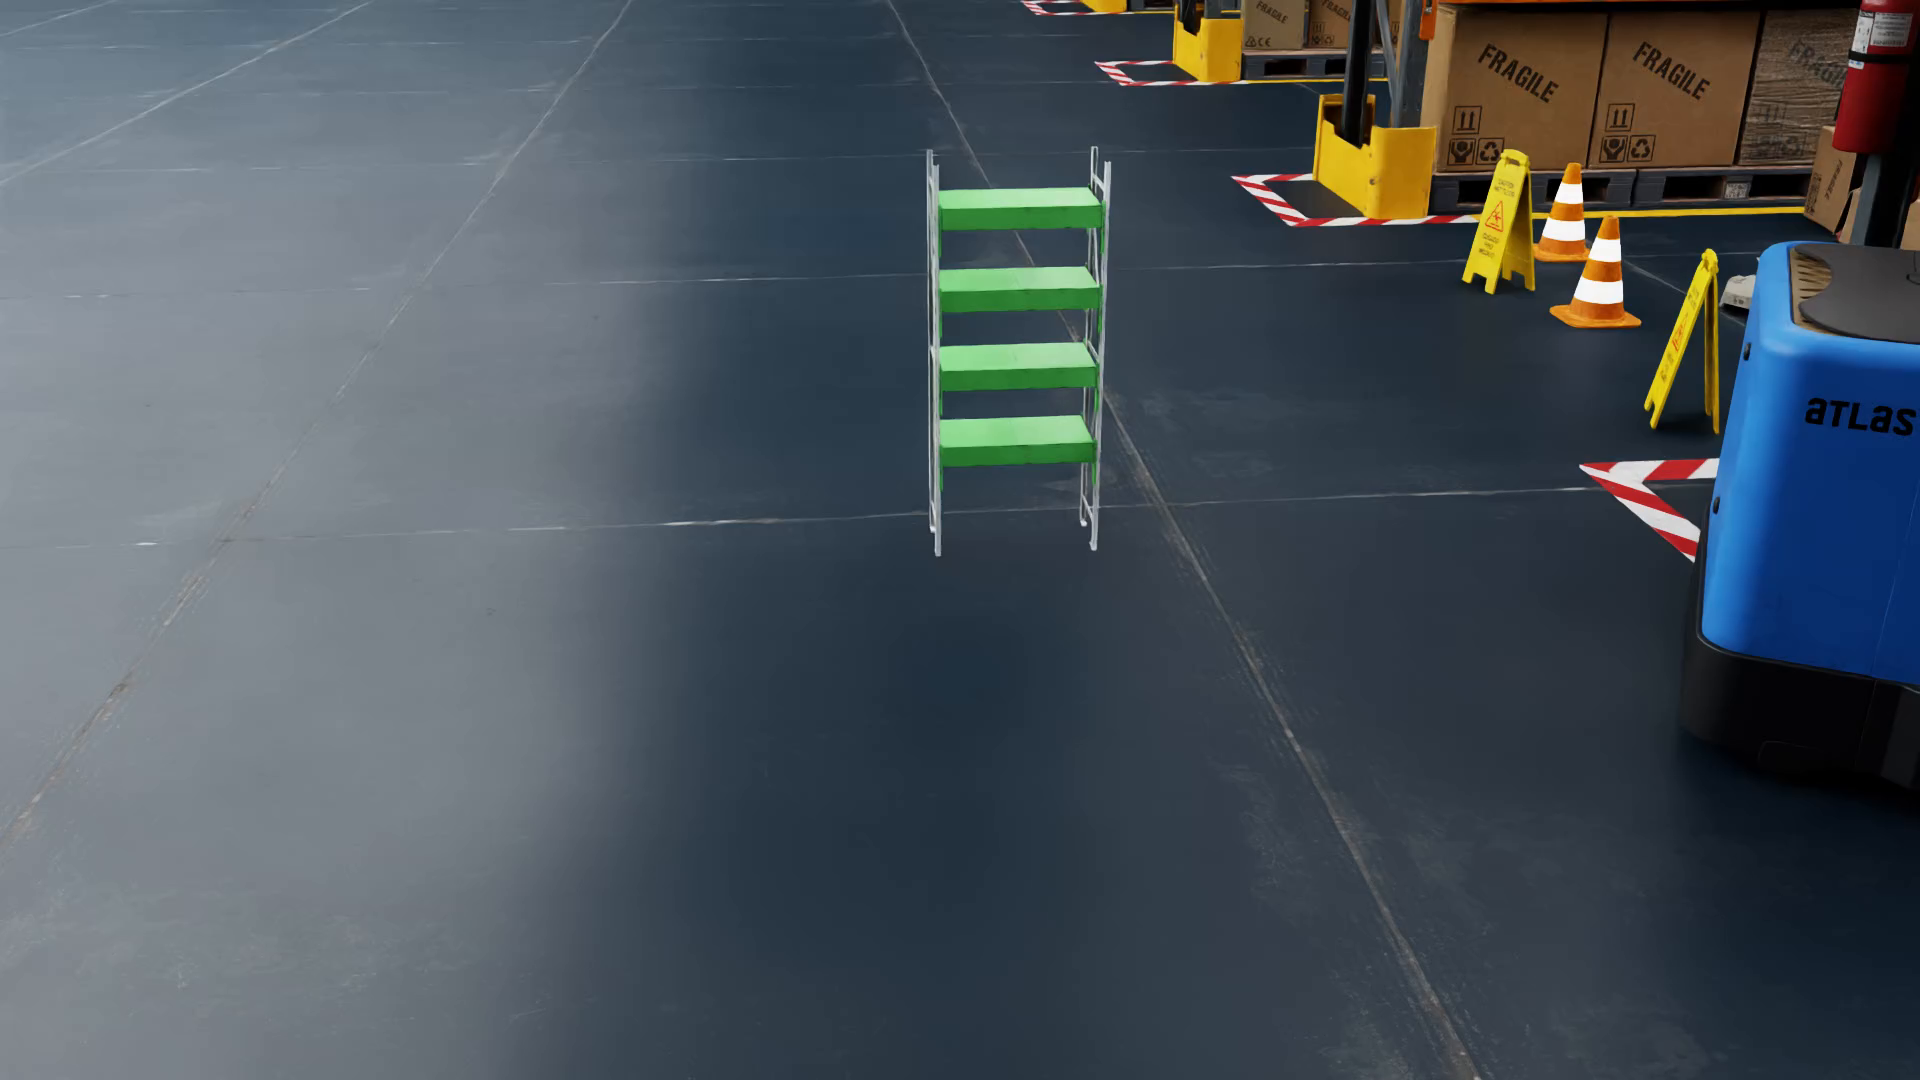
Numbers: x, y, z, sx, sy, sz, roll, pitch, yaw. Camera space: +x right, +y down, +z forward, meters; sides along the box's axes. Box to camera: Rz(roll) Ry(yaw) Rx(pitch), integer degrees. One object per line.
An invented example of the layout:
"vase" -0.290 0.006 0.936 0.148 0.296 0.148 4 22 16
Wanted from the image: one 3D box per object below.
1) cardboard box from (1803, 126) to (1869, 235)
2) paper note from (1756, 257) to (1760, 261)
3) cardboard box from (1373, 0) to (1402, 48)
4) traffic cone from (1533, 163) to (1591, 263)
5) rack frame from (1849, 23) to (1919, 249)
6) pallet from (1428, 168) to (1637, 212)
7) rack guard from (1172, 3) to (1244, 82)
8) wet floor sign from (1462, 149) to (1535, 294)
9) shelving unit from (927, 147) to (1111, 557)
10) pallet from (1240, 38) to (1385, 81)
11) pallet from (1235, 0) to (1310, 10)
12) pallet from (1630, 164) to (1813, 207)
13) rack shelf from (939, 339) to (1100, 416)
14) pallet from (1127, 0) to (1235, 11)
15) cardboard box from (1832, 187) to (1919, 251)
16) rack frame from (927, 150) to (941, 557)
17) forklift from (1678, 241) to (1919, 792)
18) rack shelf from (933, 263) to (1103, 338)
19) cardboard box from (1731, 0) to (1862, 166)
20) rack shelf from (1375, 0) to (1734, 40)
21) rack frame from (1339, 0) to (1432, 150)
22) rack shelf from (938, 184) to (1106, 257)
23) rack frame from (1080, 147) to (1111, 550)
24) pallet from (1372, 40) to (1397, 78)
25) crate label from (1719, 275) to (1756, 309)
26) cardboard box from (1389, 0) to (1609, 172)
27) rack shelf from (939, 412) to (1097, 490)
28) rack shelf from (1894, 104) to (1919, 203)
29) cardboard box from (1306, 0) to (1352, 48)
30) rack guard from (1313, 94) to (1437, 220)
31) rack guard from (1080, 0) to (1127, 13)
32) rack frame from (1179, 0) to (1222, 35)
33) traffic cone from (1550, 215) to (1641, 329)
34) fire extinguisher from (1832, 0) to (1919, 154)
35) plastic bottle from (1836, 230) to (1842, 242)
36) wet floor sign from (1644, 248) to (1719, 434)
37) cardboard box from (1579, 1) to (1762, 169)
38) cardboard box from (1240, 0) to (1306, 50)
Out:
"cardboard box" 4.960 -1.937 8.990 0.500 0.500 0.500 2 24 4
"paper note" 4.110 -1.413 8.393 0.142 0.017 0.144 6 25 13
"cardboard box" 3.876 -4.527 14.303 0.500 0.500 0.500 0 24 0
"traffic cone" 3.092 -1.683 8.468 0.334 0.463 0.336 -2 24 -5
"rack frame" 3.011 -1.399 4.704 0.127 3.000 1.000 -2 24 -5
"pallet" 3.212 -2.185 9.905 1.213 0.211 1.003 -2 24 -5
"rack guard" 2.112 -4.265 14.230 0.348 0.500 1.175 -2 24 -5
"wet floor sign" 2.589 -1.518 7.871 0.232 0.644 0.267 -6 25 -14
"shelving unit" 0.165 -0.555 5.021 0.503 1.200 0.258 -2 24 -5
"pallet" 2.924 -4.151 14.330 1.213 0.211 1.003 -2 24 -5
"pallet" 3.641 -6.232 19.011 1.213 0.211 1.003 -2 24 -5
"pallet" 4.423 -2.232 10.012 1.213 0.211 1.003 -2 24 -5
"rack shelf" 0.165 -0.496 5.047 0.480 0.148 0.258 -2 24 -5
"pallet" 2.430 -6.184 18.904 1.213 0.211 1.003 -2 24 -5
"cardboard box" 4.510 -1.351 7.671 0.797 0.503 0.637 22 32 40
"rack frame" -0.078 -0.545 4.999 0.015 1.200 0.240 -2 24 -5
"forklift" 3.323 -0.746 3.319 3.031 2.935 1.130 10 26 22
"rack shelf" 0.165 -0.716 4.950 0.480 0.148 0.258 -2 24 -5
"cardboard box" 4.875 -2.742 9.824 0.875 0.875 0.875 -2 24 -5
"rack shelf" 4.414 -3.147 9.522 4.000 0.370 1.077 -2 24 -5
"rack frame" 2.424 -3.395 9.196 0.127 3.000 1.000 -2 24 -5
"rack shelf" 0.165 -0.935 4.852 0.480 0.148 0.258 -2 24 -5
"rack frame" 0.408 -0.565 5.043 0.015 1.200 0.240 -2 24 -5
"pallet" 4.136 -4.199 14.436 1.213 0.211 1.003 -2 24 -5
"crate label" 3.641 -1.121 7.603 0.298 0.136 0.250 -16 29 -32
"cardboard box" 3.092 -2.670 9.663 0.875 0.875 0.875 -2 24 -5
"rack shelf" 0.165 -0.277 5.145 0.480 0.148 0.258 -2 24 -5
"rack shelf" 5.001 -1.150 5.030 4.000 0.370 1.077 -2 24 -5
"cardboard box" 3.251 -4.510 14.264 0.500 0.500 0.500 4 24 9
"rack guard" 2.400 -2.252 9.702 0.348 0.500 1.175 -2 24 -5
"rack guard" 1.621 -6.286 18.777 0.348 0.500 1.175 -2 24 -5
"rack frame" 2.037 -5.404 13.716 0.127 3.000 1.000 -2 24 -5
"traffic cone" 2.864 -1.213 7.410 0.334 0.463 0.336 -2 24 -5
"fire extinguisher" 2.852 -1.545 5.128 0.183 0.674 0.296 -2 24 -5
"plastic bottle" 4.752 -1.565 8.696 0.133 0.061 0.283 -11 26 -23
"wet floor sign" 2.717 -0.748 6.138 0.232 0.644 0.267 6 25 13
"cardboard box" 3.967 -2.706 9.744 0.875 0.875 0.875 -3 24 -6
"cardboard box" 2.660 -4.472 14.179 0.500 0.500 0.500 2 24 5
